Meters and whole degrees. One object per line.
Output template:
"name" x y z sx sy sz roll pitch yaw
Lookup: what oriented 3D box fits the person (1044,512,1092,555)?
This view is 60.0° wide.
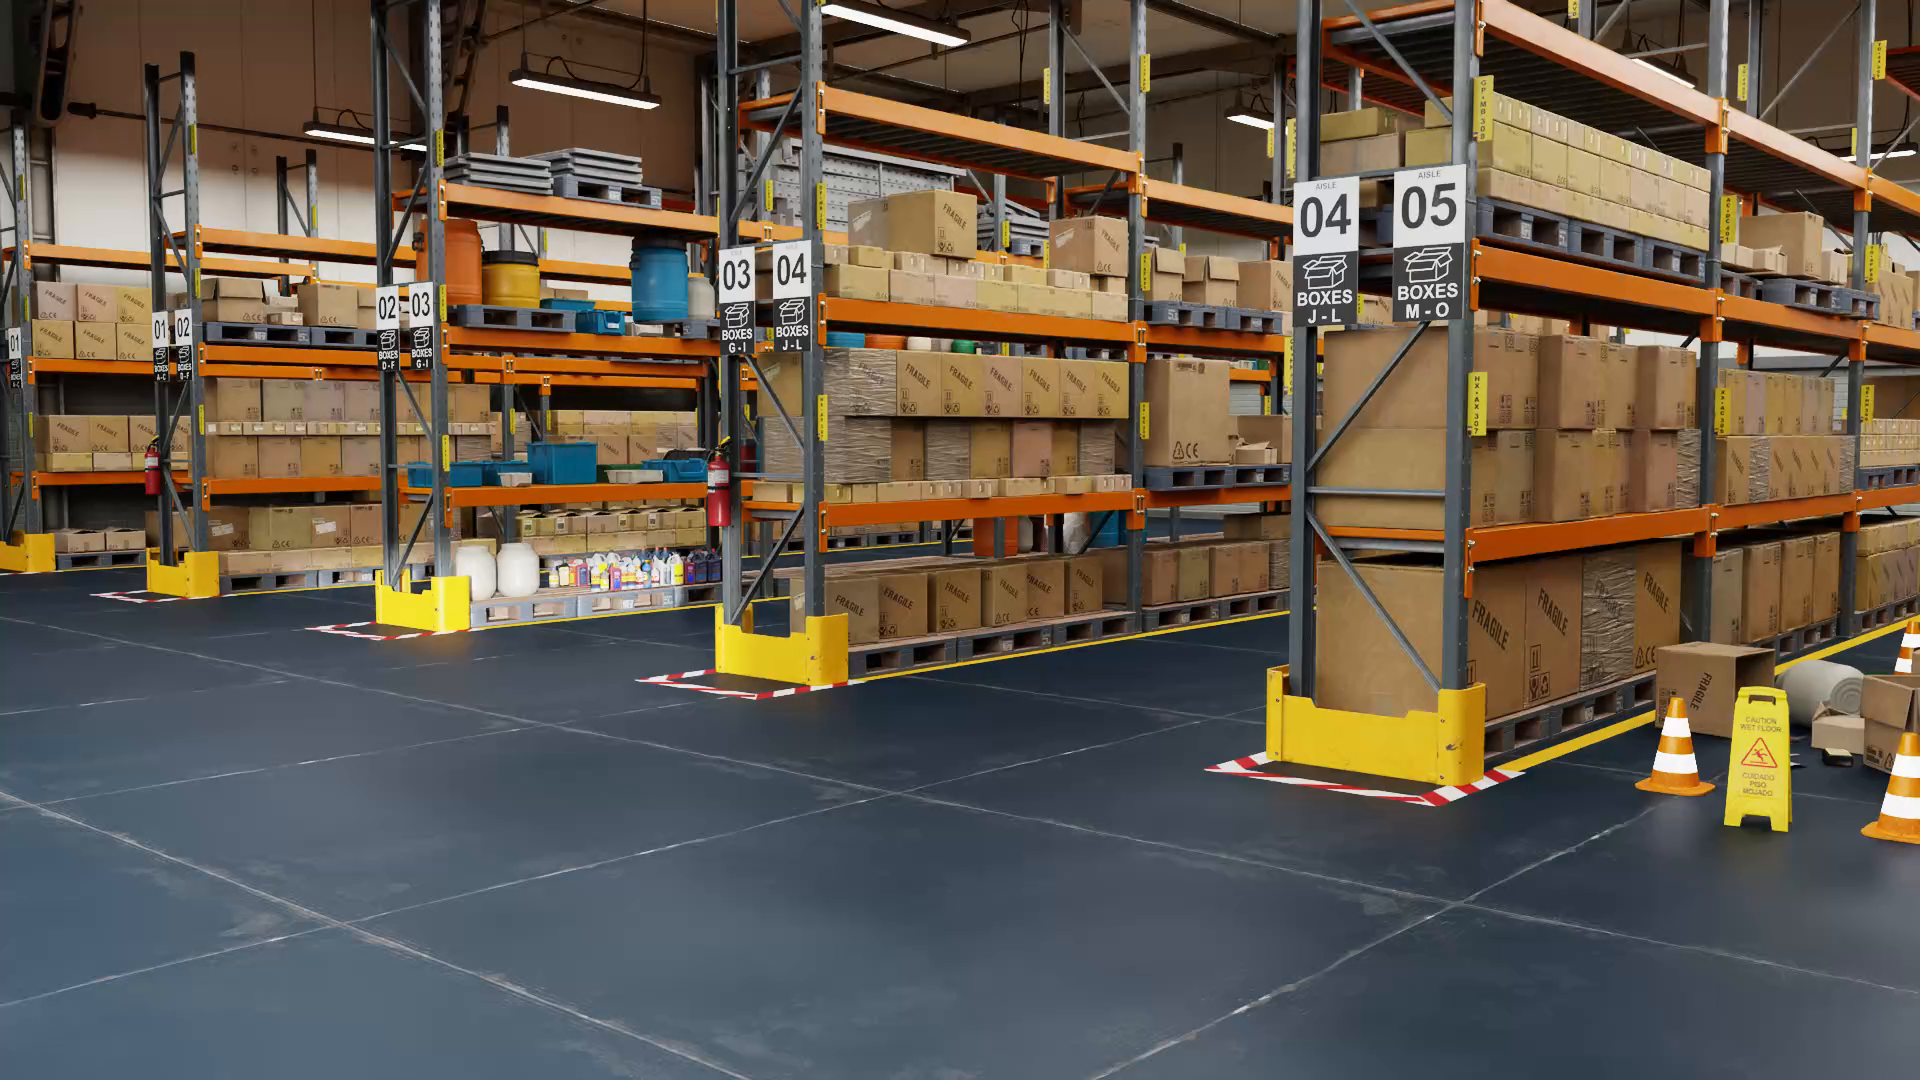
"person" 1.137 -0.119 17.291 0.559 1.667 0.466 3 5 39
